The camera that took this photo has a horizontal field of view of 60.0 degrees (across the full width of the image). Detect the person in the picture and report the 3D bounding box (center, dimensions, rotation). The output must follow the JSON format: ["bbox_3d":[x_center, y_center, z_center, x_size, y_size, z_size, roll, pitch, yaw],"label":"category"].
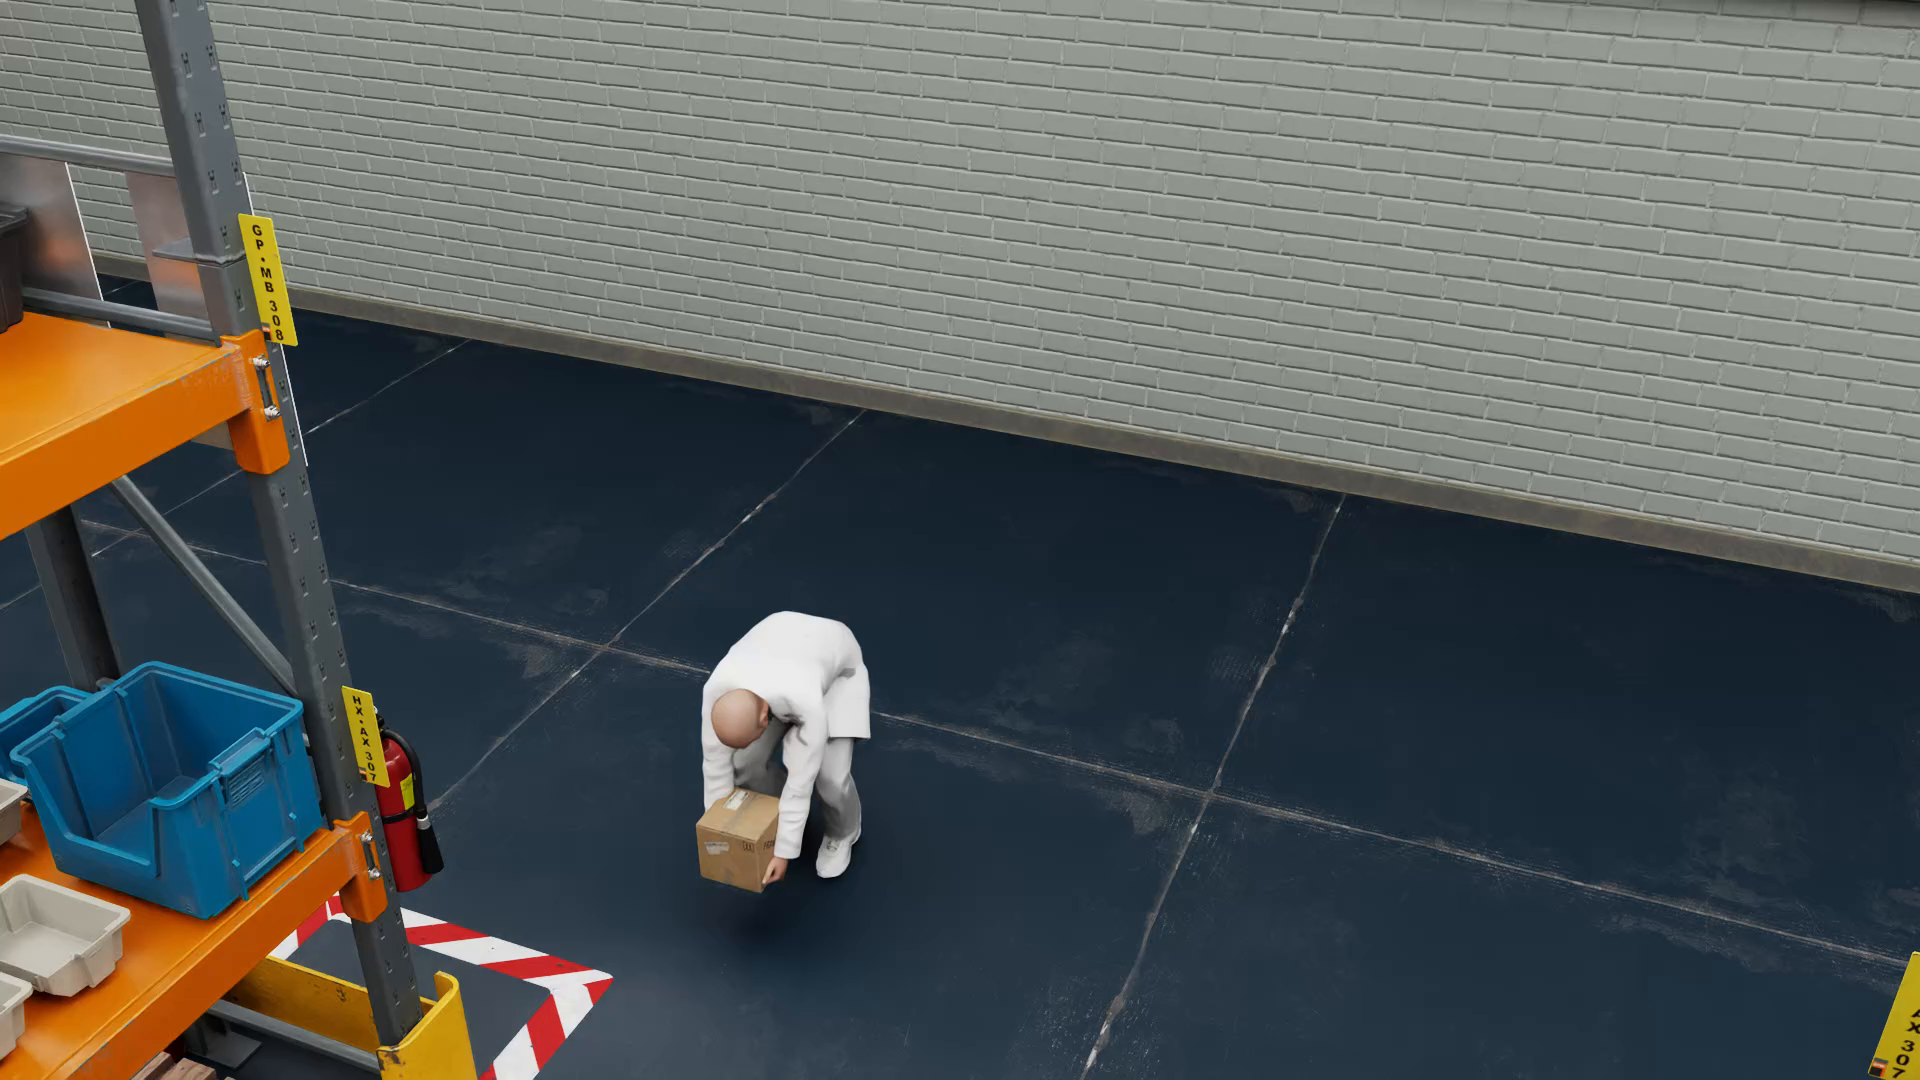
[{"bbox_3d":[-0.670,0.848,6.344,0.585,1.077,0.941,10,31,17],"label":"person"}]
